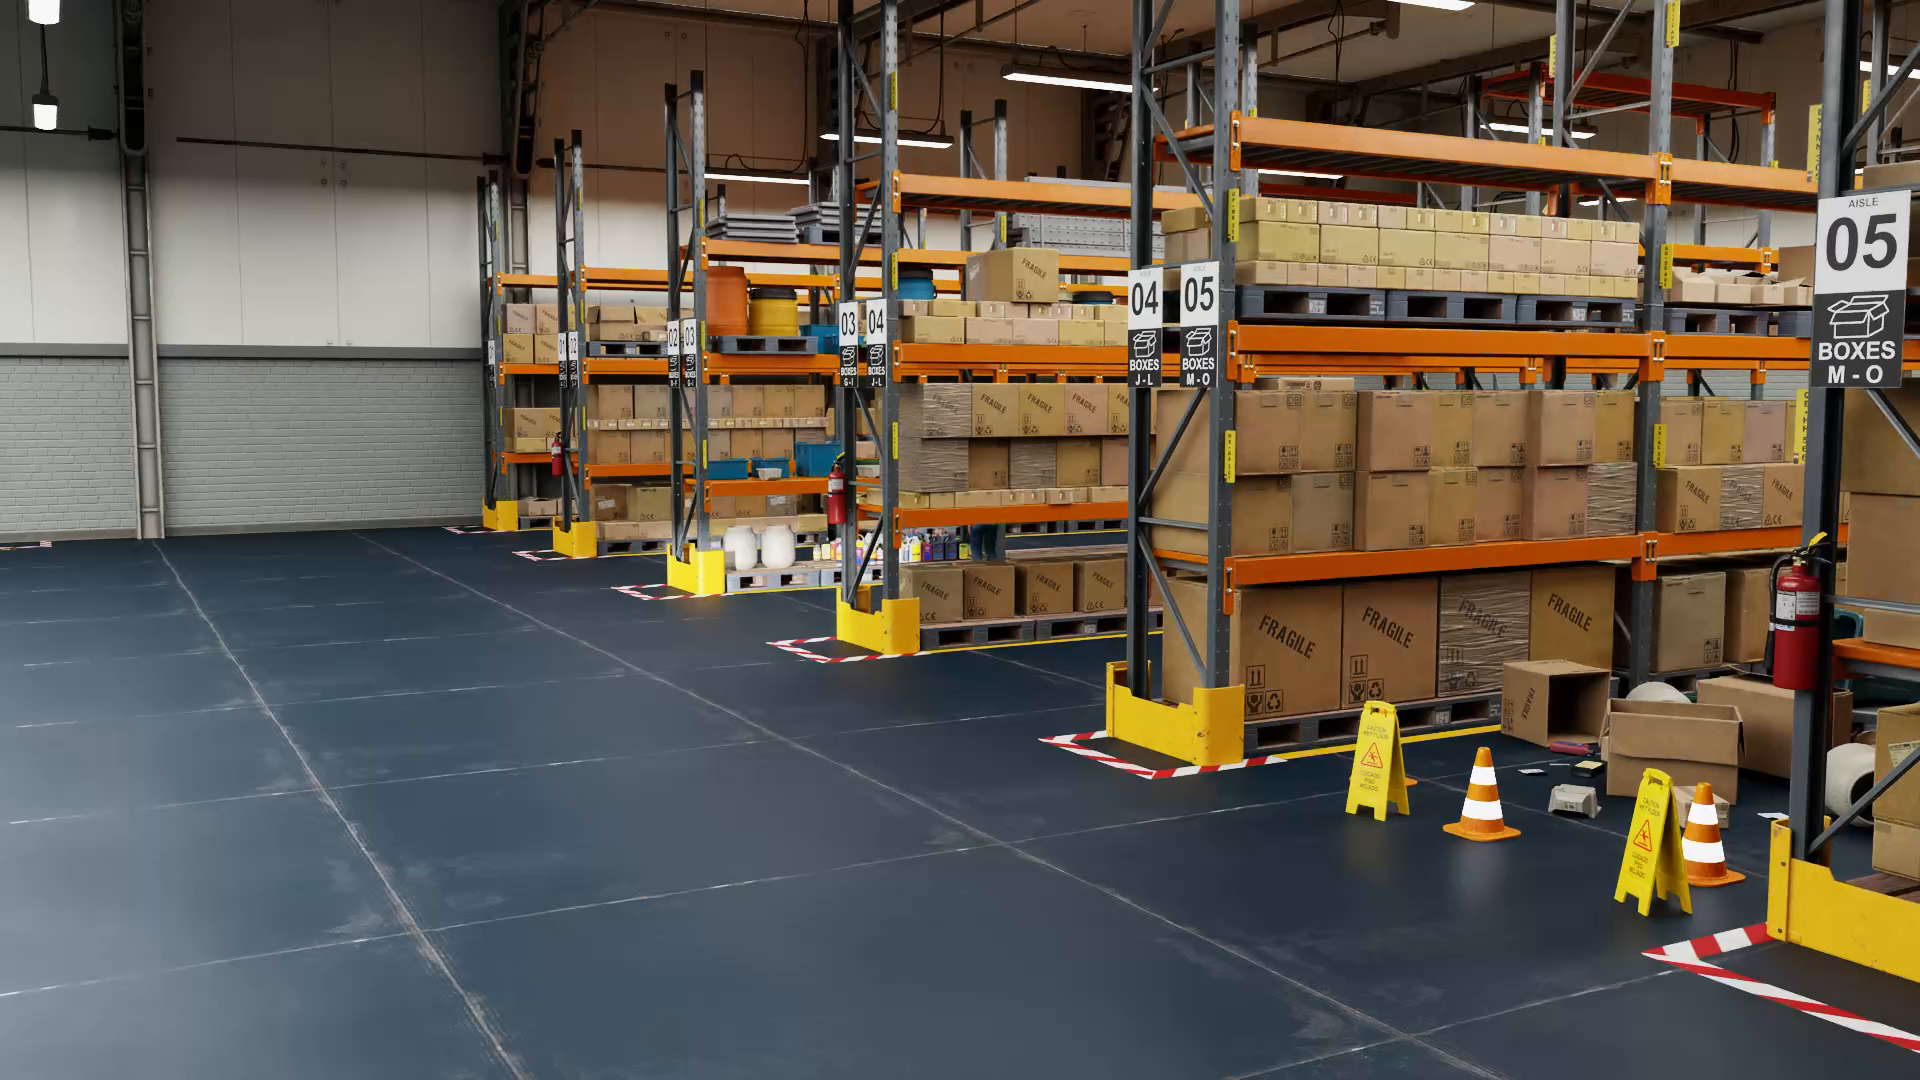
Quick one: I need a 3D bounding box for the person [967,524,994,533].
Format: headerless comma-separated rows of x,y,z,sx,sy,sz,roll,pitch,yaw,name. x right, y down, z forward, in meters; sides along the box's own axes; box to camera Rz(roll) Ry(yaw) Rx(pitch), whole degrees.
0.267,-0.181,19.635,0.405,1.598,0.281,-3,6,-27,person
